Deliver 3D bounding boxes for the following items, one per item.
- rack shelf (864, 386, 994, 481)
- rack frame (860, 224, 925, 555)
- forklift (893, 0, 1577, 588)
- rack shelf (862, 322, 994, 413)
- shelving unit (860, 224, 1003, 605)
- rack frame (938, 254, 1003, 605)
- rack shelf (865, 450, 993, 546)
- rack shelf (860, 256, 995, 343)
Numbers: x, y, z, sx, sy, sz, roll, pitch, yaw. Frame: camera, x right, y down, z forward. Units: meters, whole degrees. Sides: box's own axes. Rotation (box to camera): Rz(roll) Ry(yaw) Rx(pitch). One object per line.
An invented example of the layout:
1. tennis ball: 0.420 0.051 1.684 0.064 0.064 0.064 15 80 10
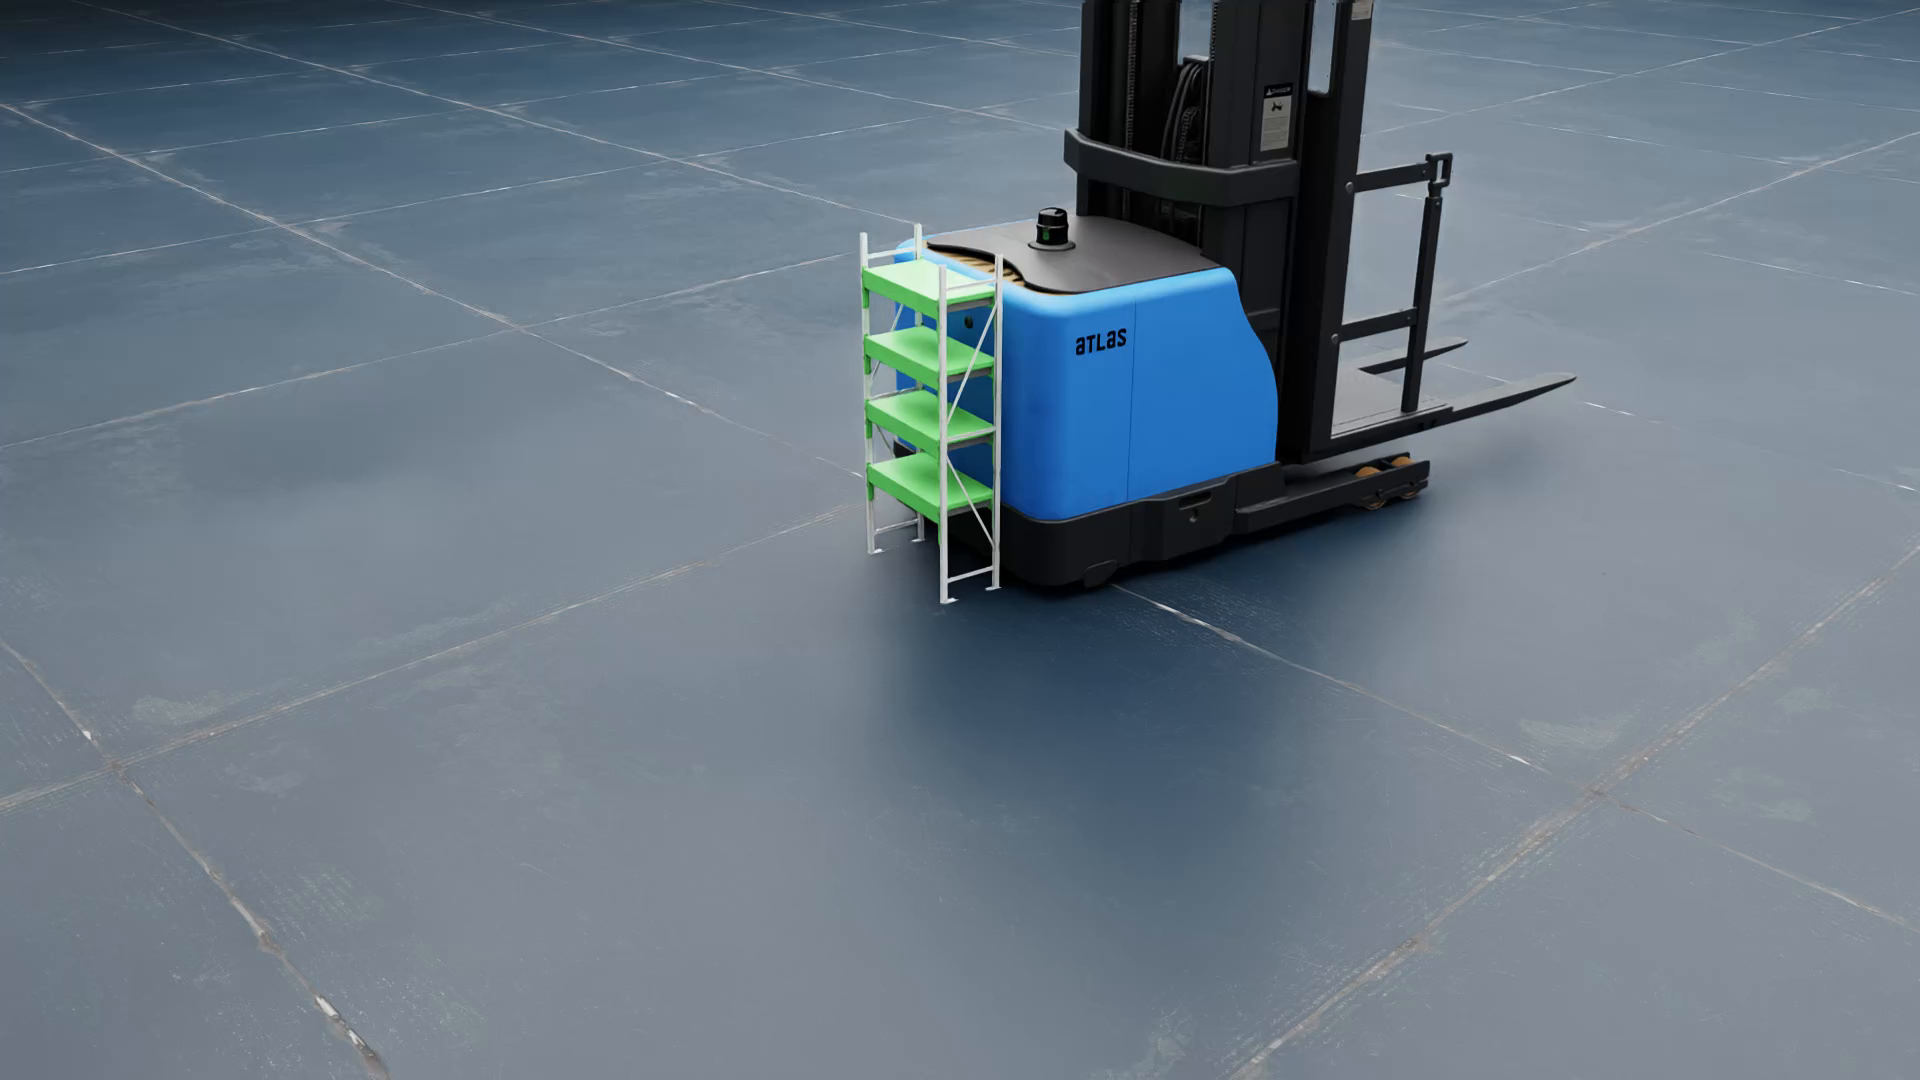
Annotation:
1. rack shelf: -0.101 -0.377 5.785 0.258 0.148 0.480 -16 29 -30
2. rack frame: -0.236 -0.519 5.943 0.240 1.200 0.015 -16 29 -30
3. forklift: 1.258 -1.619 6.267 3.031 2.935 1.130 -15 29 -30
4. rack shelf: -0.101 -0.595 5.685 0.258 0.148 0.480 -16 29 -30
5. shelving unit: -0.101 -0.435 5.758 0.258 1.200 0.503 -16 29 -30
6. rack frame: 0.035 -0.351 5.574 0.240 1.200 0.015 -16 29 -30
7. rack shelf: -0.101 -0.159 5.884 0.258 0.148 0.480 -16 29 -30
8. rack shelf: -0.101 -0.814 5.586 0.258 0.148 0.480 -16 29 -30
